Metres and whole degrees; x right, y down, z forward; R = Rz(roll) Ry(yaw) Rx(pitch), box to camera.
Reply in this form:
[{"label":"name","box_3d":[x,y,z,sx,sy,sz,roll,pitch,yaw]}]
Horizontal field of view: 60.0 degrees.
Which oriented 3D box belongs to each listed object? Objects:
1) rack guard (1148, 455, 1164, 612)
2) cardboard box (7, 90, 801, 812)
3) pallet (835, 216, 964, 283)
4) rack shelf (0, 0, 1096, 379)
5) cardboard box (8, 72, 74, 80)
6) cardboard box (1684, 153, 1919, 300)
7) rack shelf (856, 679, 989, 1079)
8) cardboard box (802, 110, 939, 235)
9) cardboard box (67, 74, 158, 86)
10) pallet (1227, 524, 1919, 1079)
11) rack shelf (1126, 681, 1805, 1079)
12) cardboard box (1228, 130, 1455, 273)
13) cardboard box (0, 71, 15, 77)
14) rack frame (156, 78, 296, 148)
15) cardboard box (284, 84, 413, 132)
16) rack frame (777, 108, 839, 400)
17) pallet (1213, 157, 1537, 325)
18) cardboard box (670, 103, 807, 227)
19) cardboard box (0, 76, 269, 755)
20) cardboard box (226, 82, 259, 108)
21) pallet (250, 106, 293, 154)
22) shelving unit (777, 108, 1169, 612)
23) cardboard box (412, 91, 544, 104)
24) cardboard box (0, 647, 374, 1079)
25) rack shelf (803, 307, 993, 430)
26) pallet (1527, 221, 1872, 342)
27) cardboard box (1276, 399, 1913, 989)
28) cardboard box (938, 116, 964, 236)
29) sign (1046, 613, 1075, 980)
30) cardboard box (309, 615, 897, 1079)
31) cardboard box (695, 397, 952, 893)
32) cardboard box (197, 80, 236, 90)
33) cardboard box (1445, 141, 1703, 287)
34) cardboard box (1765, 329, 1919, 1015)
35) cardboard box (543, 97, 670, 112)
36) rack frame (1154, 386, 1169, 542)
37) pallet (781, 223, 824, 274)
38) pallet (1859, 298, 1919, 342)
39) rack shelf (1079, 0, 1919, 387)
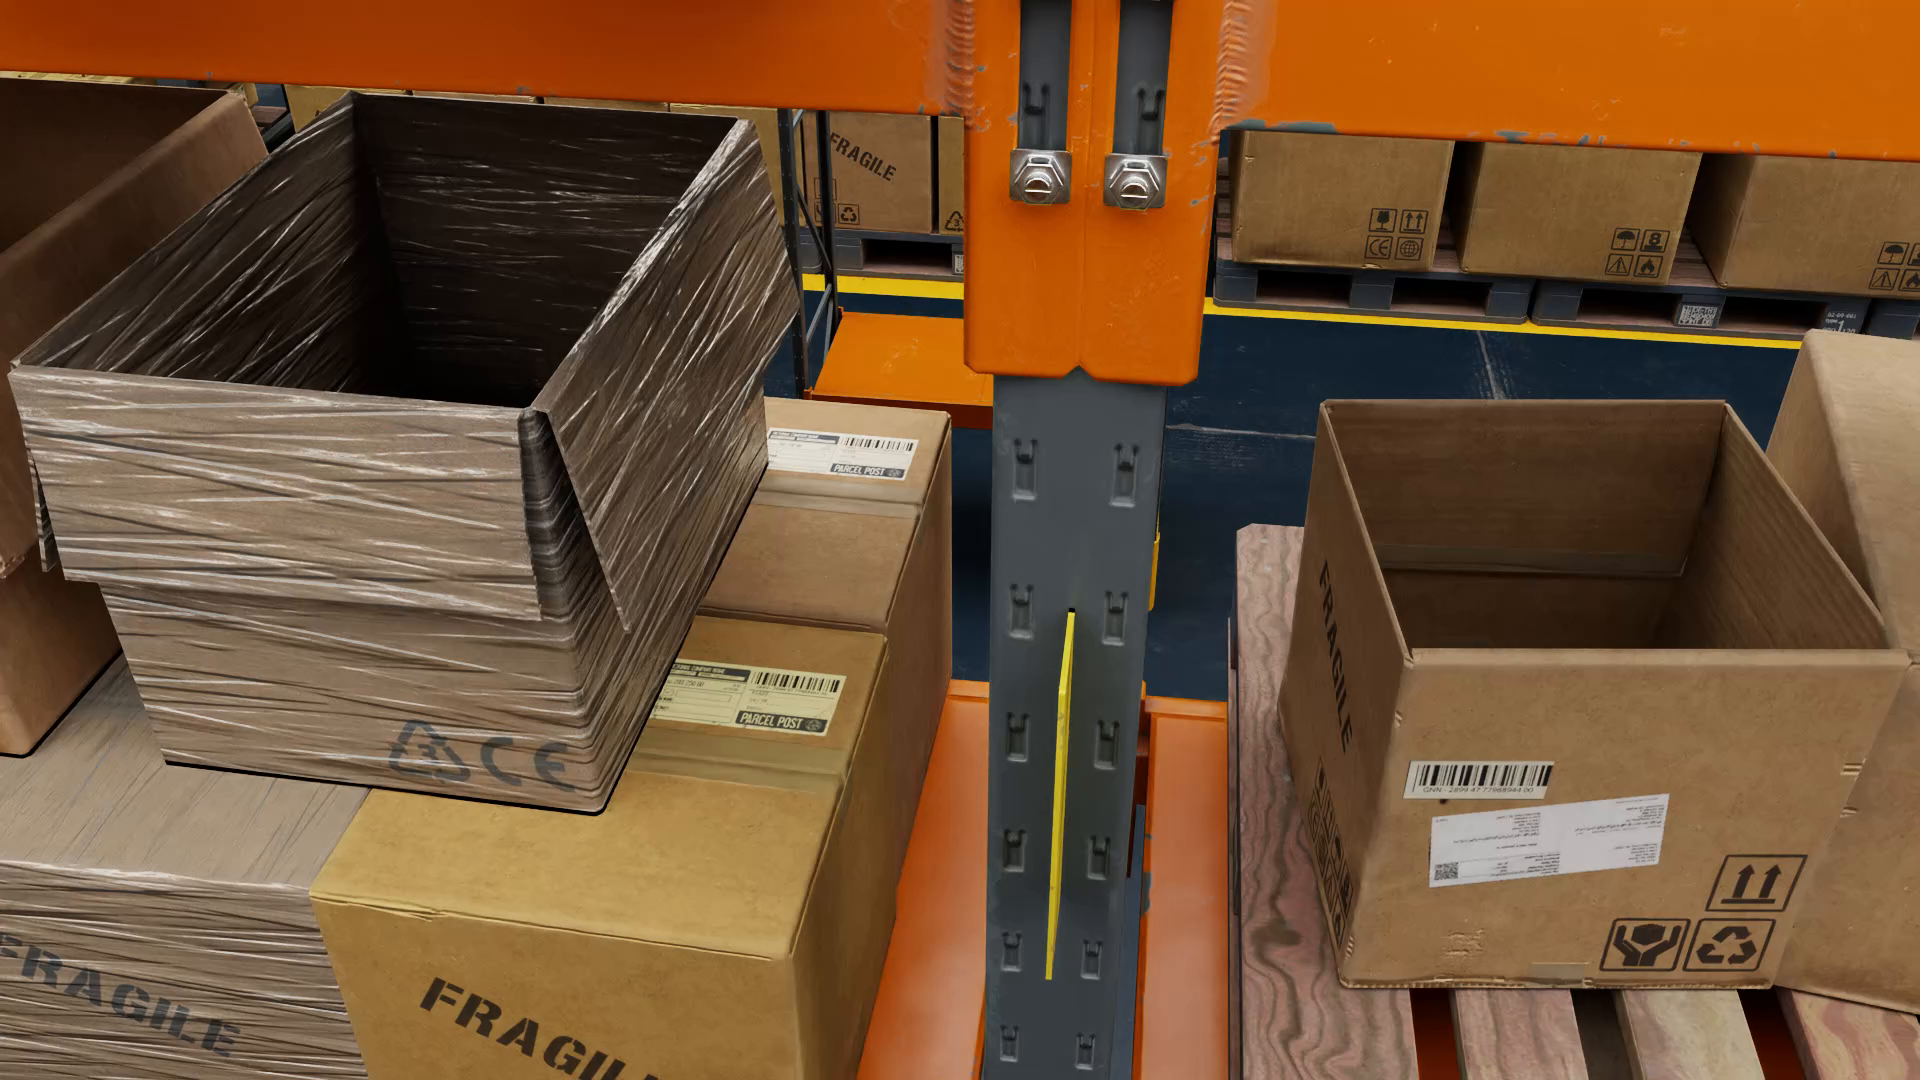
[{"label":"rack guard","box_3d":[0.570,-0.059,5.118,0.087,0.250,0.587,4,36,6]},{"label":"cardboard box","box_3d":[-0.574,-0.145,1.921,0.637,0.503,0.797,5,36,8]},{"label":"pallet","box_3d":[0.107,-1.406,7.039,1.213,0.211,1.003,4,36,6]},{"label":"rack shelf","box_3d":[-1.834,-0.708,1.697,4.000,0.370,1.077,4,36,6]},{"label":"cardboard box","box_3d":[-3.731,-1.904,6.916,0.250,0.149,0.380,5,36,7]},{"label":"cardboard box","box_3d":[3.265,-1.509,6.358,0.750,0.750,1.050,4,36,6]},{"label":"rack shelf","box_3d":[-1.834,0.513,2.569,4.000,0.370,1.077,4,36,6]},{"label":"cardboard box","box_3d":[-0.319,-1.575,6.664,0.500,0.500,0.500,6,36,8]},{"label":"cardboard box","box_3d":[-3.472,-1.908,6.921,0.250,0.149,0.380,5,36,7]},{"label":"pallet","box_3d":[0.870,0.437,2.220,1.003,0.211,1.213,4,36,6]},{"label":"rack shelf","box_3d":[2.133,0.809,2.154,4.000,0.370,1.077,4,36,6]},{"label":"cardboard box","box_3d":[1.474,-1.641,6.542,0.750,0.750,1.050,4,36,5]},{"label":"cardboard box","box_3d":[-3.978,-1.918,6.936,0.250,0.149,0.380,4,36,6]},{"label":"rack frame","box_3d":[-3.086,-2.778,6.561,0.127,3.000,1.000,4,36,6]},{"label":"cardboard box","box_3d":[-2.387,-1.724,6.874,0.500,0.500,0.500,6,36,8]},{"label":"rack frame","box_3d":[-0.420,-0.642,4.858,0.032,1.500,0.500,4,36,6]},{"label":"pallet","box_3d":[1.654,-1.246,6.814,1.213,0.211,1.003,4,36,6]},{"label":"cardboard box","box_3d":[-0.846,-1.604,6.706,0.500,0.500,0.500,3,36,4]},{"label":"cardboard box","box_3d":[-1.220,-0.194,1.991,0.637,0.503,0.797,5,36,7]},{"label":"cardboard box","box_3d":[-3.406,-2.001,7.564,0.250,0.149,0.380,3,36,4]},{"label":"pallet","box_3d":[-3.757,-1.673,7.412,1.213,0.211,1.003,4,36,6]},{"label":"shelving unit","box_3d":[0.076,-0.605,4.806,1.083,1.500,0.587,4,36,6]},{"label":"cardboard box","box_3d":[-1.862,-1.686,6.821,0.500,0.500,0.500,6,36,8]},{"label":"cardboard box","box_3d":[-0.865,0.393,2.031,0.500,0.500,0.500,4,36,6]},{"label":"rack shelf","box_3d":[0.085,-0.458,4.910,1.000,0.185,0.538,4,36,6]},{"label":"pallet","box_3d":[2.860,-1.154,6.685,1.213,0.211,1.003,4,36,6]},{"label":"cardboard box","box_3d":[0.690,0.173,1.978,0.500,0.500,0.500,0,36,0]},{"label":"cardboard box","box_3d":[0.195,-1.534,6.608,0.500,0.500,0.500,4,36,6]},{"label":"sign","box_3d":[0.082,0.217,1.368,0.005,0.325,0.100,4,36,6]},{"label":"cardboard box","box_3d":[-0.372,0.433,1.975,0.500,0.500,0.500,5,36,7]},{"label":"cardboard box","box_3d":[-0.298,0.134,2.393,0.500,0.500,0.500,5,36,7]},{"label":"cardboard box","box_3d":[-3.405,-2.121,7.477,0.250,0.149,0.380,6,36,8]},{"label":"cardboard box","box_3d":[2.342,-1.578,6.454,0.750,0.750,1.050,5,36,7]},{"label":"cardboard box","box_3d":[1.257,0.157,2.001,0.500,0.500,0.700,9,37,13]},{"label":"cardboard box","box_3d":[-1.341,-1.655,6.778,0.500,0.500,0.500,5,36,7]},{"label":"rack frame","box_3d":[0.589,-0.567,4.753,0.032,1.500,0.500,4,36,6]},{"label":"pallet","box_3d":[-1.100,-1.498,7.167,1.213,0.211,1.003,4,36,6]},{"label":"pallet","box_3d":[4.074,-1.065,6.561,1.213,0.211,1.003,4,36,6]},{"label":"rack shelf","box_3d":[2.133,-0.412,1.283,4.000,0.370,1.077,4,36,6]}]
